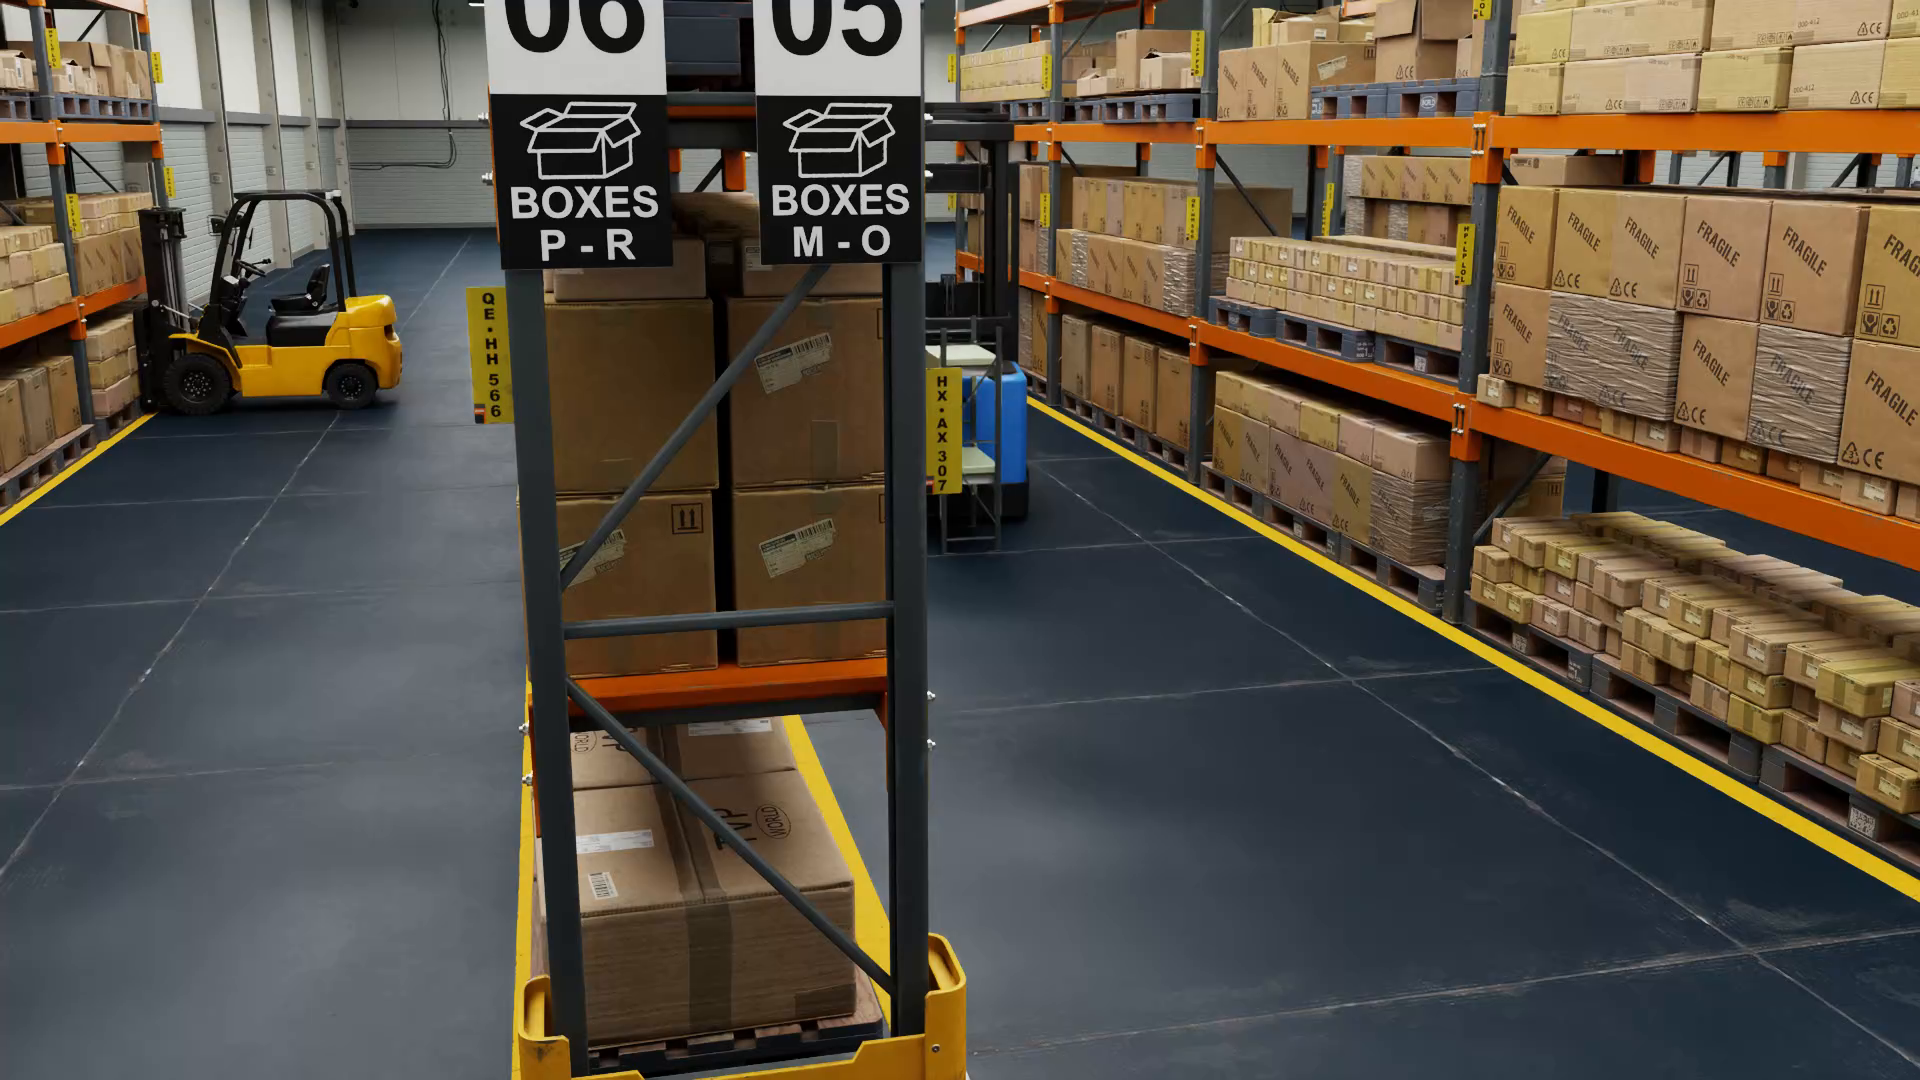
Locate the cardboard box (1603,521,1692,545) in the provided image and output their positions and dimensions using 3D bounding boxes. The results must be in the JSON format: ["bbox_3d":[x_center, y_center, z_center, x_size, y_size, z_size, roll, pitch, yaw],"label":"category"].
[{"bbox_3d":[3.699,0.005,8.954,0.380,0.149,0.250,-3,14,-12],"label":"cardboard box"}]

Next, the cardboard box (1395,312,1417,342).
[{"bbox_3d":[2.860,-1.291,10.036,0.380,0.149,0.250,-3,14,-13],"label":"cardboard box"}]

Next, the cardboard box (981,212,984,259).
[{"bbox_3d":[0.736,-3.507,19.146,0.875,0.550,0.550,-3,14,-13],"label":"cardboard box"}]

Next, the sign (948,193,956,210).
[{"bbox_3d":[-0.096,-4.209,20.343,0.100,0.325,0.005,-3,14,-13],"label":"sign"}]

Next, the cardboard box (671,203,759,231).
[{"bbox_3d":[-0.904,-1.209,6.373,0.380,0.149,0.250,-4,14,-14],"label":"cardboard box"}]

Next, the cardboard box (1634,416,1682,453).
[{"bbox_3d":[3.369,-0.504,7.700,0.380,0.149,0.250,-3,14,-11],"label":"cardboard box"}]

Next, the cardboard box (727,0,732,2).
[{"bbox_3d":[-0.778,-1.525,4.248,0.500,0.250,0.500,-5,14,-18],"label":"cardboard box"}]

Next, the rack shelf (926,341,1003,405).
[{"bbox_3d":[-0.006,-1.102,11.132,0.431,0.370,0.720,-3,14,-12],"label":"rack shelf"}]

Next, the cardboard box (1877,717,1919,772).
[{"bbox_3d":[3.793,0.779,6.413,0.380,0.149,0.250,-4,14,-14],"label":"cardboard box"}]

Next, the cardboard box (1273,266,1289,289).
[{"bbox_3d":[2.434,-1.856,11.719,0.380,0.149,0.250,-3,14,-13],"label":"cardboard box"}]

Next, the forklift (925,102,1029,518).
[{"bbox_3d":[-0.107,-1.876,12.929,1.130,2.935,3.031,-1,14,-3],"label":"forklift"}]

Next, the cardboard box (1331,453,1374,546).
[{"bbox_3d":[2.725,-0.276,10.618,0.500,0.500,0.500,-4,14,-15],"label":"cardboard box"}]

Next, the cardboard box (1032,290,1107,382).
[{"bbox_3d":[1.305,-2.177,17.611,0.875,0.875,0.875,-3,14,-12],"label":"cardboard box"}]

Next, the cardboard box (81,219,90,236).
[{"bbox_3d":[-8.197,-2.850,15.194,0.380,0.149,0.250,-3,14,-13],"label":"cardboard box"}]

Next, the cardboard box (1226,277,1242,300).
[{"bbox_3d":[2.233,-1.901,12.533,0.380,0.149,0.250,-3,14,-14],"label":"cardboard box"}]

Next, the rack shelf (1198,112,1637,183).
[{"bbox_3d":[2.794,-2.580,10.863,1.077,0.370,4.000,-3,14,-13],"label":"rack shelf"}]

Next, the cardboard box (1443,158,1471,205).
[{"bbox_3d":[5.738,-3.992,18.503,0.500,0.500,0.500,-3,14,-13],"label":"cardboard box"}]

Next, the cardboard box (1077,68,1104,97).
[{"bbox_3d":[1.284,-4.348,15.770,0.258,0.266,0.396,-4,14,-14],"label":"cardboard box"}]

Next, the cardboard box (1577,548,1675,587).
[{"bbox_3d":[3.341,0.153,8.348,0.380,0.149,0.250,-4,14,-15],"label":"cardboard box"}]

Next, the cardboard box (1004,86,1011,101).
[{"bbox_3d":[0.688,-4.804,17.885,0.380,0.149,0.250,-3,14,-14],"label":"cardboard box"}]

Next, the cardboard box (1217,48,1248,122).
[{"bbox_3d":[2.200,-3.293,12.054,0.500,0.500,0.500,-3,14,-13],"label":"cardboard box"}]

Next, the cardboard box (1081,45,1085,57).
[{"bbox_3d":[1.450,-5.110,17.457,0.380,0.149,0.250,-4,14,-14],"label":"cardboard box"}]

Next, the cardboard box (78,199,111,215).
[{"bbox_3d":[-8.469,-3.227,16.112,0.380,0.149,0.250,-3,14,-13],"label":"cardboard box"}]

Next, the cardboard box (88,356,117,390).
[{"bbox_3d":[-8.041,-1.520,15.183,0.500,0.250,0.500,-3,14,-13],"label":"cardboard box"}]

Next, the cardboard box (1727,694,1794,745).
[{"bbox_3d":[3.548,0.752,7.151,0.380,0.149,0.250,-4,14,-16],"label":"cardboard box"}]

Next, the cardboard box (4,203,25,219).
[{"bbox_3d":[-8.690,-2.965,15.040,0.380,0.149,0.250,-3,14,-14],"label":"cardboard box"}]

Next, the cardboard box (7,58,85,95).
[{"bbox_3d":[-8.186,-4.152,14.872,0.500,0.311,0.500,-3,14,-12],"label":"cardboard box"}]

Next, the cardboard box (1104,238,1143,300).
[{"bbox_3d":[1.600,-2.420,14.800,0.500,0.500,0.500,-3,14,-12],"label":"cardboard box"}]

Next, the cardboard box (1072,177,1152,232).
[{"bbox_3d":[1.507,-3.277,16.201,0.700,0.500,0.500,-4,14,-14],"label":"cardboard box"}]

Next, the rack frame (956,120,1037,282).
[{"bbox_3d":[0.445,-3.779,20.576,1.000,3.000,0.127,-3,14,-13],"label":"rack frame"}]

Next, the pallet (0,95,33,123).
[{"bbox_3d":[-8.007,-3.441,13.275,0.805,0.209,1.217,-4,14,-15],"label":"pallet"}]

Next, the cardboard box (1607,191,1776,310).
[{"bbox_3d":[3.358,-1.335,7.629,0.500,0.500,0.500,-3,14,-12],"label":"cardboard box"}]

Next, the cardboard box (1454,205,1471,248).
[{"bbox_3d":[6.101,-3.527,18.707,0.875,0.500,0.500,-3,14,-13],"label":"cardboard box"}]

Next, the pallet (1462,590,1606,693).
[{"bbox_3d":[3.456,0.497,8.950,1.003,0.211,1.213,-3,14,-13],"label":"pallet"}]

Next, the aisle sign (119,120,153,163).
[{"bbox_3d":[-8.896,-4.497,18.036,0.394,0.787,0.004,-3,14,-13],"label":"aisle sign"}]

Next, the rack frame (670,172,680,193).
[{"bbox_3d":[-2.464,-1.635,11.797,1.000,3.000,0.127,-3,14,-13],"label":"rack frame"}]

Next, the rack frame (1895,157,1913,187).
[{"bbox_3d":[11.044,-3.386,18.965,1.000,3.000,0.127,-3,14,-13],"label":"rack frame"}]

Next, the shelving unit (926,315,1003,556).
[{"bbox_3d":[-0.006,-0.723,11.225,0.431,1.500,0.755,-3,14,-12],"label":"shelving unit"}]

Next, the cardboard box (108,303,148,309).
[{"bbox_3d":[-8.629,-2.350,17.529,0.500,0.250,0.500,-3,14,-12],"label":"cardboard box"}]

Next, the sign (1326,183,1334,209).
[{"bbox_3d":[4.763,-4.423,21.386,0.100,0.325,0.005,-3,14,-13],"label":"sign"}]

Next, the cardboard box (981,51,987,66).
[{"bbox_3d":[0.452,-5.425,18.746,0.380,0.149,0.250,-4,14,-14],"label":"cardboard box"}]

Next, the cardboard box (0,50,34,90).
[{"bbox_3d":[-7.820,-3.793,13.403,0.500,0.311,0.500,-4,14,-15],"label":"cardboard box"}]

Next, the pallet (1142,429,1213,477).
[{"bbox_3d":[2.212,-0.765,14.115,1.003,0.211,1.213,-3,14,-13],"label":"pallet"}]

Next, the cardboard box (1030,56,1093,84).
[{"bbox_3d":[1.020,-4.737,16.770,0.500,0.250,0.500,-3,14,-14],"label":"cardboard box"}]

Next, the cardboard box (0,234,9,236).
[{"bbox_3d":[-7.602,-2.284,12.878,0.380,0.149,0.250,-3,14,-13],"label":"cardboard box"}]

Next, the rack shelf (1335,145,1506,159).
[{"bbox_3d":[5.760,-4.679,19.453,1.077,0.370,4.000,-3,14,-13],"label":"rack shelf"}]

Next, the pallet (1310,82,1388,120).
[{"bbox_3d":[2.976,-2.764,10.497,1.213,0.211,1.003,-3,14,-13],"label":"pallet"}]

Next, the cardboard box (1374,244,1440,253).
[{"bbox_3d":[3.121,-1.981,11.608,0.380,0.149,0.250,-3,14,-13],"label":"cardboard box"}]

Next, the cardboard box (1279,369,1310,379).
[{"bbox_3d":[2.740,-1.145,12.594,0.500,0.250,0.500,-4,14,-15],"label":"cardboard box"}]

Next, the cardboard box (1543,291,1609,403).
[{"bbox_3d":[3.258,-0.962,8.207,0.500,0.500,0.500,-3,14,-13],"label":"cardboard box"}]

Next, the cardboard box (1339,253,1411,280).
[{"bbox_3d":[2.674,-1.764,10.720,0.380,0.149,0.250,-4,14,-16],"label":"cardboard box"}]

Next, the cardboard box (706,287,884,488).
[{"bbox_3d":[-0.421,-0.450,4.631,0.500,0.500,0.500,-4,14,-14],"label":"cardboard box"}]

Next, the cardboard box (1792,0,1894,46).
[{"bbox_3d":[3.609,-2.044,6.414,0.500,0.250,0.500,-3,14,-12],"label":"cardboard box"}]

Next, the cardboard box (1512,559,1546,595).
[{"bbox_3d":[3.184,0.180,8.864,0.380,0.149,0.250,-3,14,-13],"label":"cardboard box"}]
